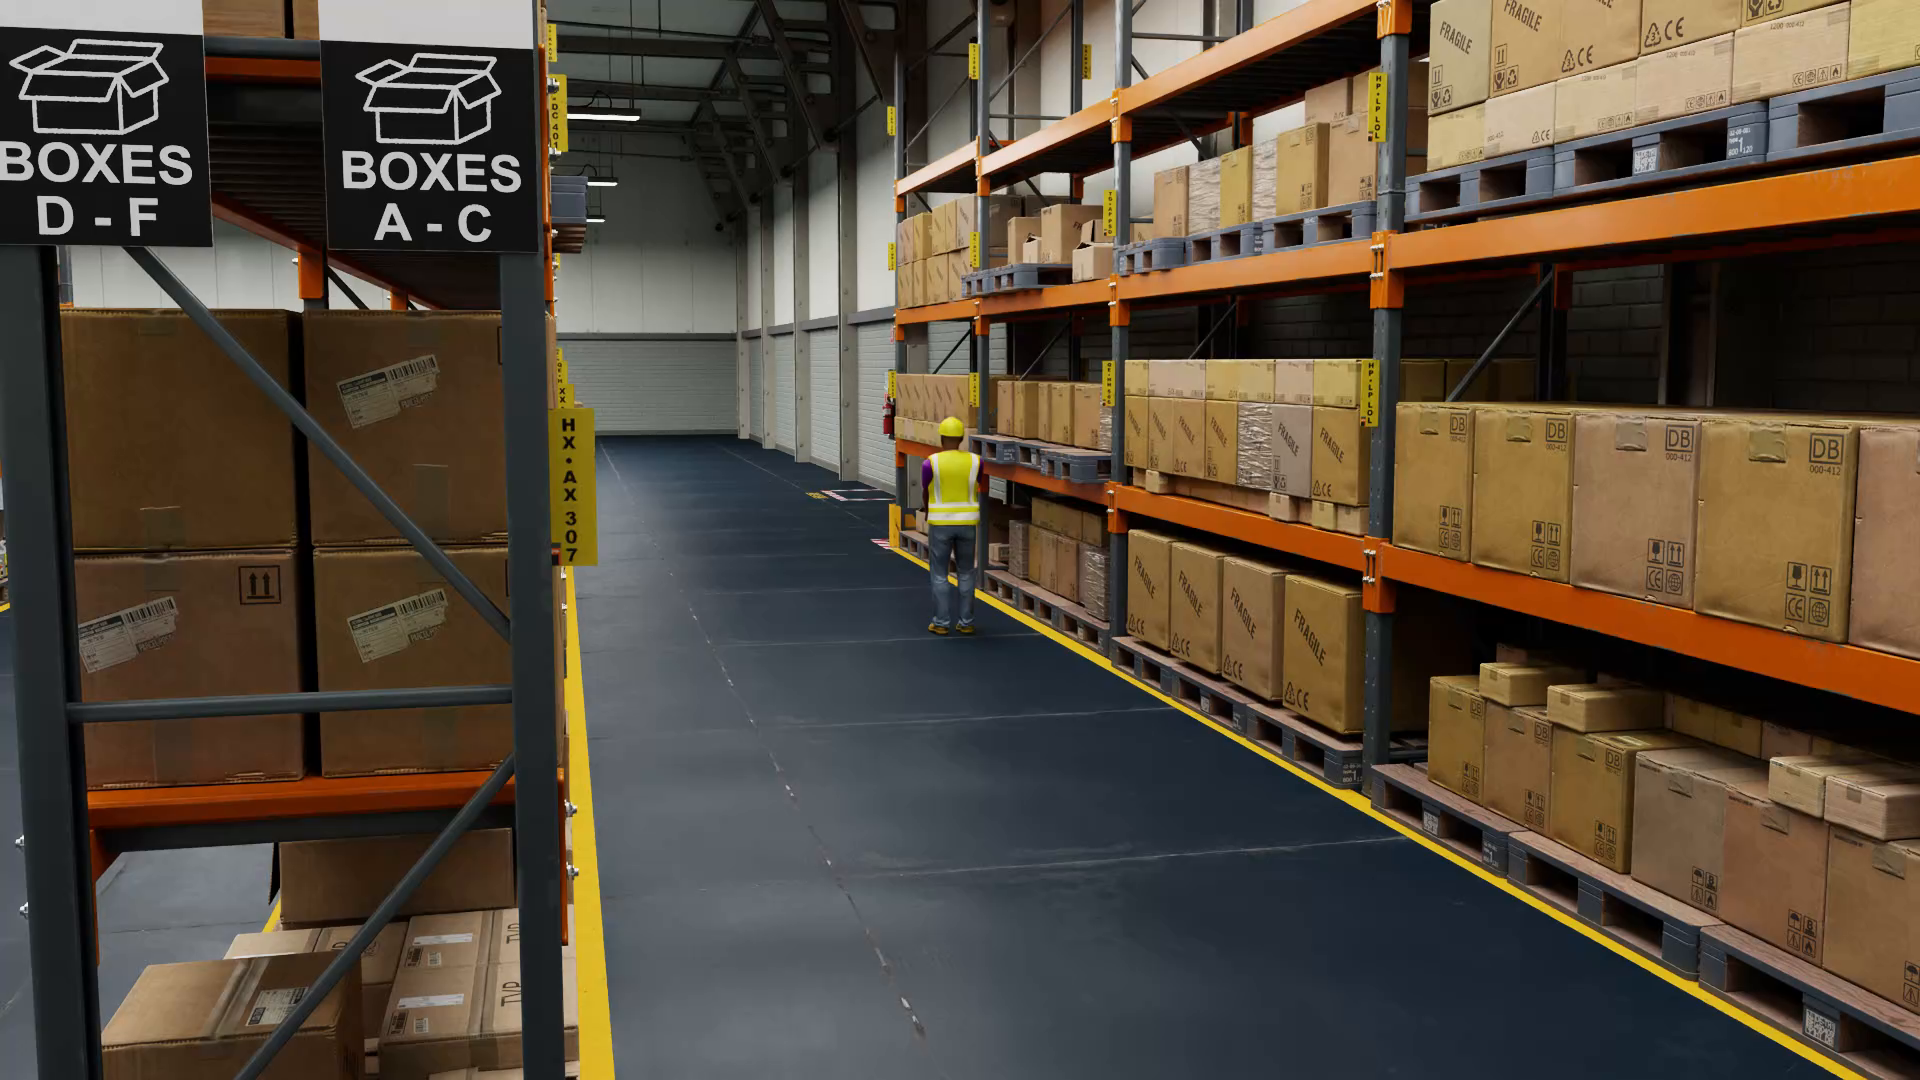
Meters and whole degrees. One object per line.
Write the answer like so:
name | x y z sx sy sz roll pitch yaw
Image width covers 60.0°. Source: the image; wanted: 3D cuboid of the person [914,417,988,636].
person | -0.078 -0.115 13.457 0.629 1.759 0.460 -2 6 -17
